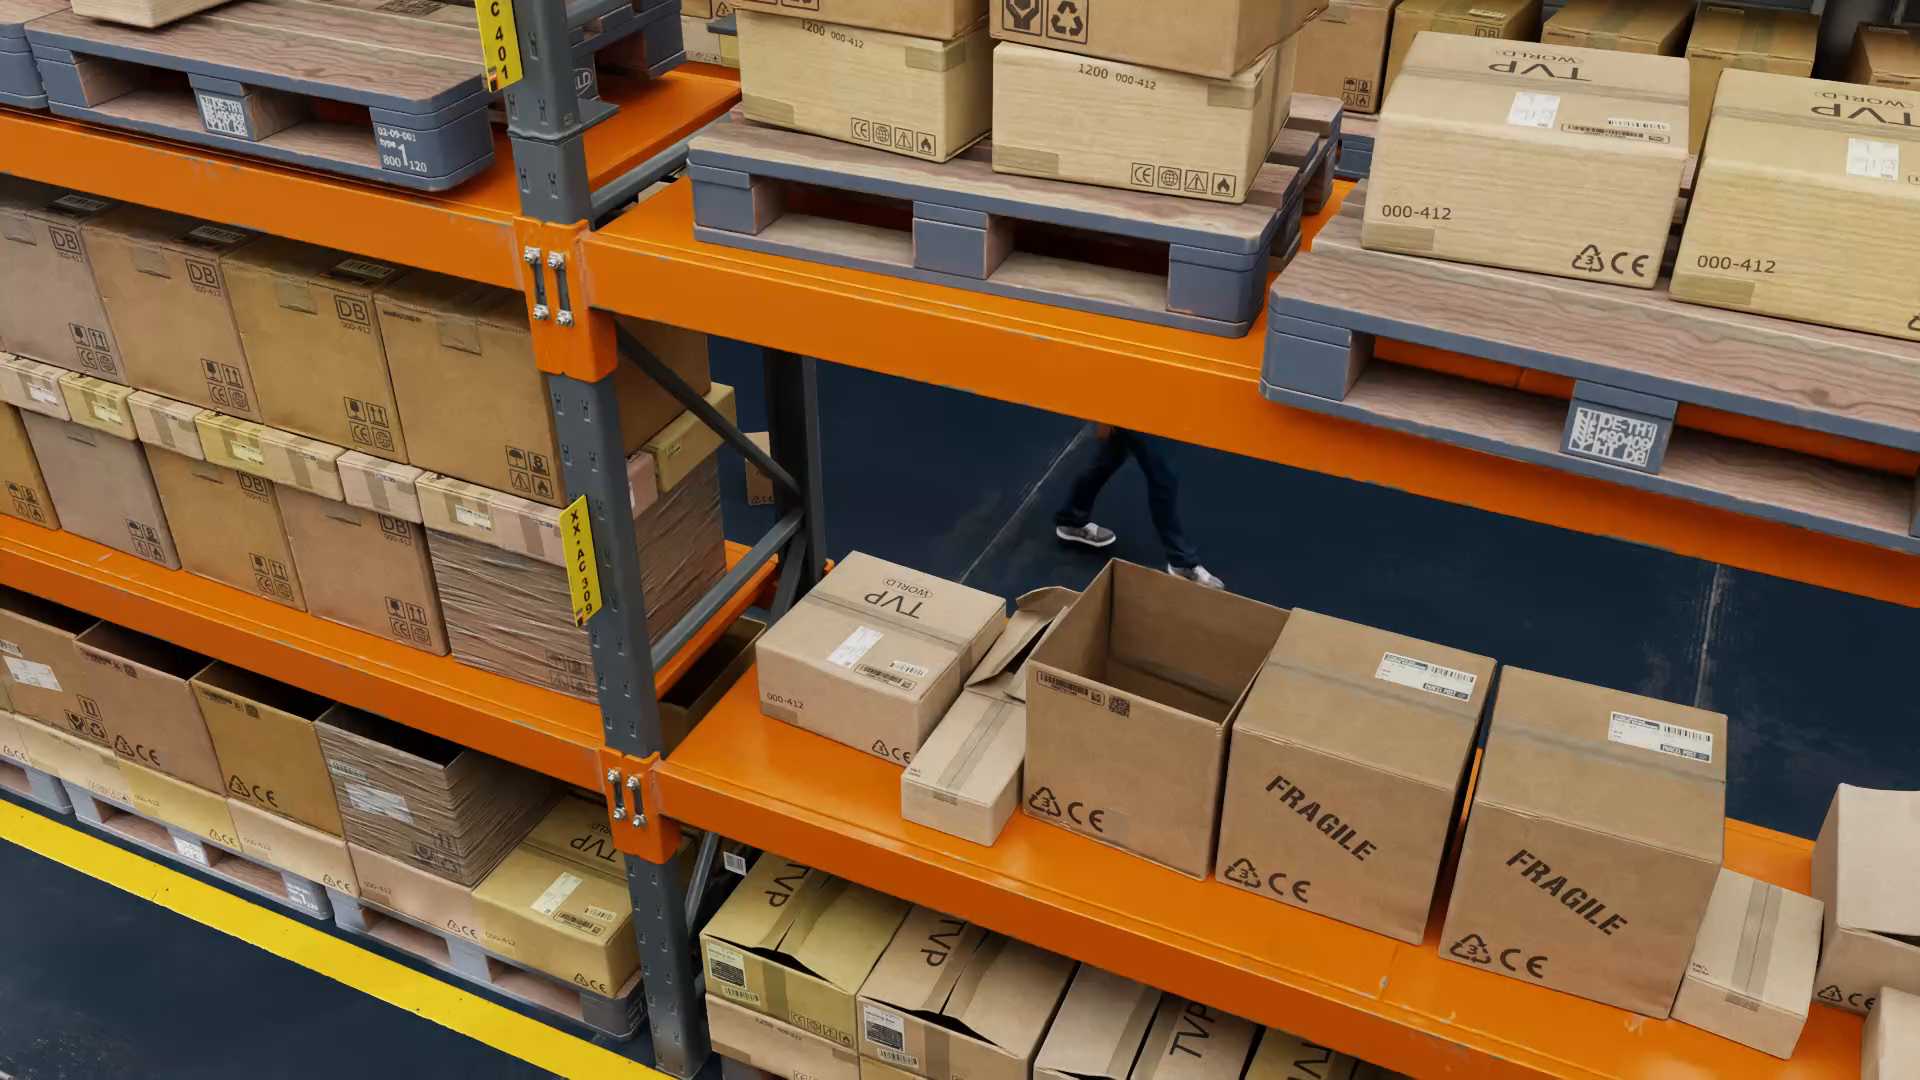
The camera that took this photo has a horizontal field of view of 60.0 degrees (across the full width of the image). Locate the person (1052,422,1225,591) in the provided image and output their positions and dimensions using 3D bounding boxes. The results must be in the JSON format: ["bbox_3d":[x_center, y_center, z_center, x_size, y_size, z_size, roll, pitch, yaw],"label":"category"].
[{"bbox_3d":[0.801,-0.565,6.968,0.827,1.584,0.428,12,36,18],"label":"person"}]
